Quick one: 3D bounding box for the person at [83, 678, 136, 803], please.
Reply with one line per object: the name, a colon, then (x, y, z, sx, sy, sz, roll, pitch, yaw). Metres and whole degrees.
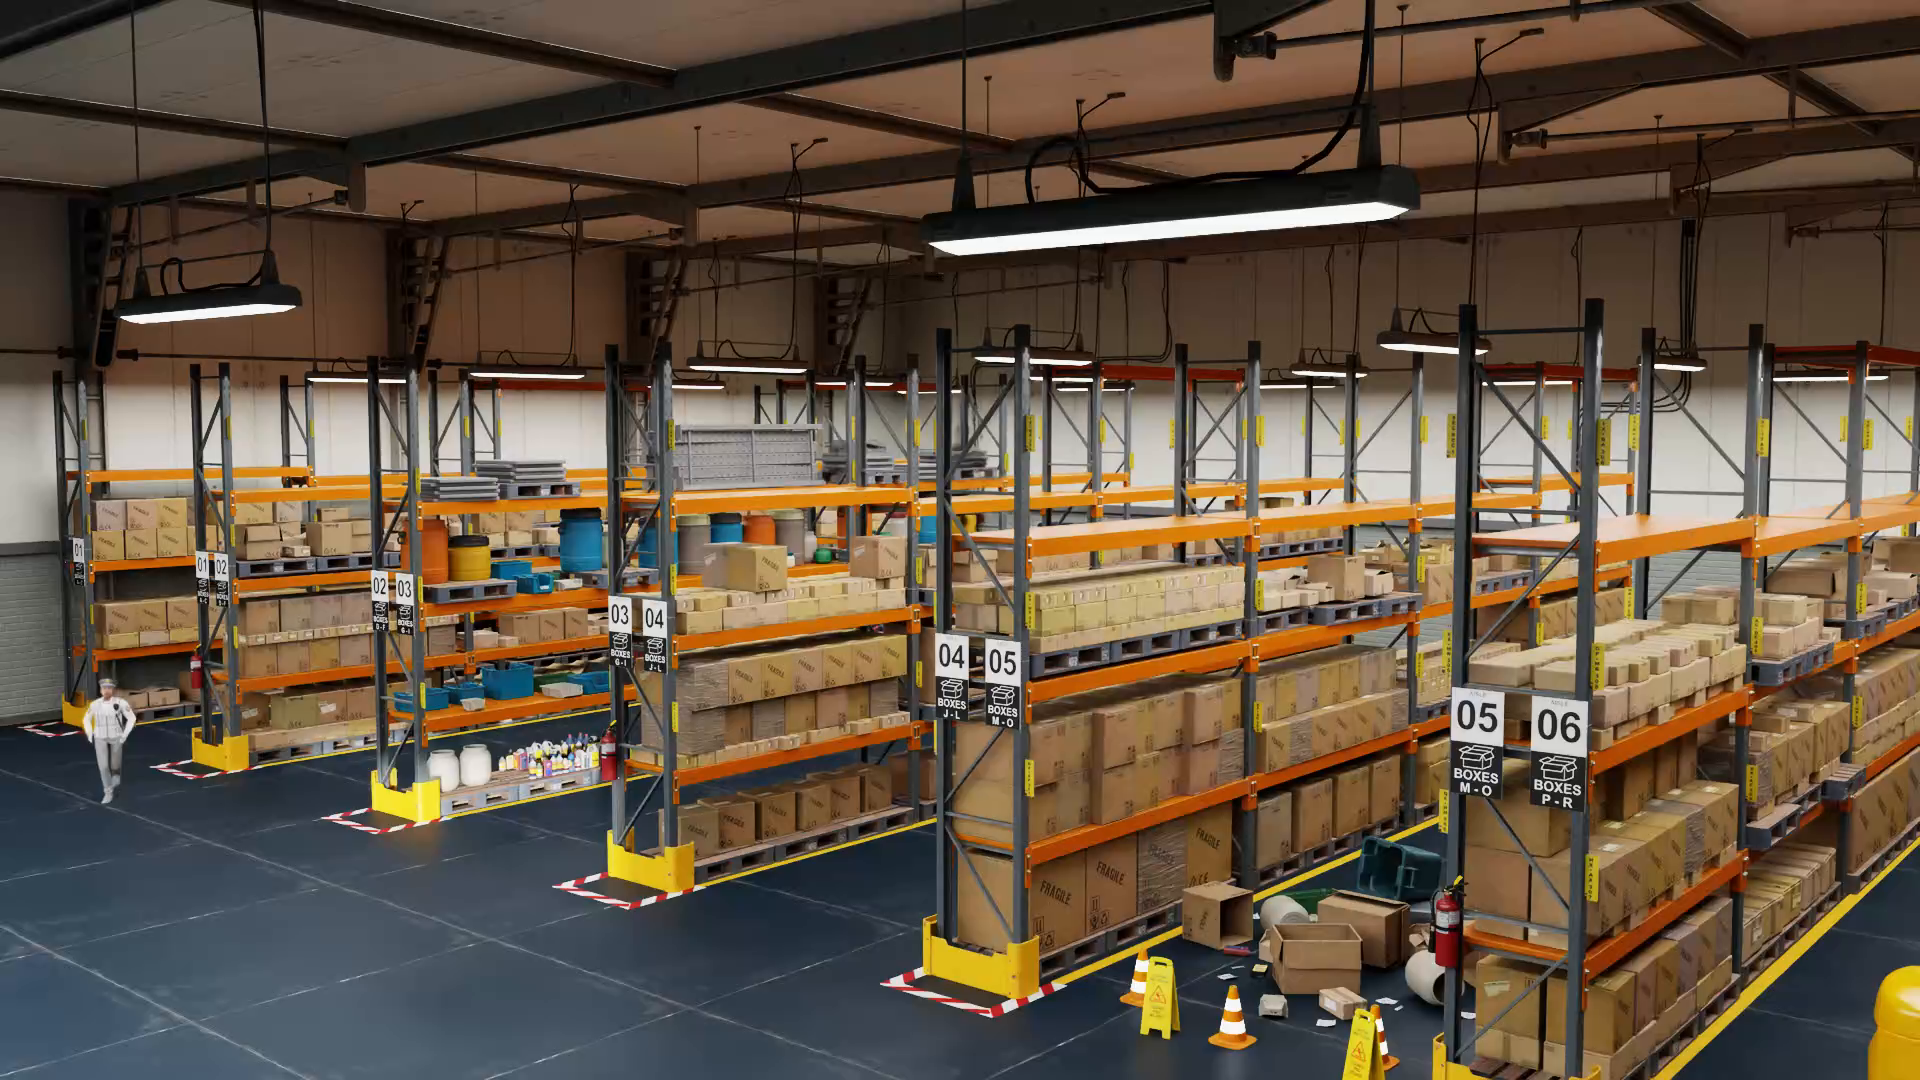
person: (-11.626, 2.706, 22.743, 0.656, 1.676, 0.692, -2, 4, -22)

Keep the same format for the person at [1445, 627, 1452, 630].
person: (8.108, 2.306, 27.454, 0.811, 1.732, 0.735, -3, 5, -35)
